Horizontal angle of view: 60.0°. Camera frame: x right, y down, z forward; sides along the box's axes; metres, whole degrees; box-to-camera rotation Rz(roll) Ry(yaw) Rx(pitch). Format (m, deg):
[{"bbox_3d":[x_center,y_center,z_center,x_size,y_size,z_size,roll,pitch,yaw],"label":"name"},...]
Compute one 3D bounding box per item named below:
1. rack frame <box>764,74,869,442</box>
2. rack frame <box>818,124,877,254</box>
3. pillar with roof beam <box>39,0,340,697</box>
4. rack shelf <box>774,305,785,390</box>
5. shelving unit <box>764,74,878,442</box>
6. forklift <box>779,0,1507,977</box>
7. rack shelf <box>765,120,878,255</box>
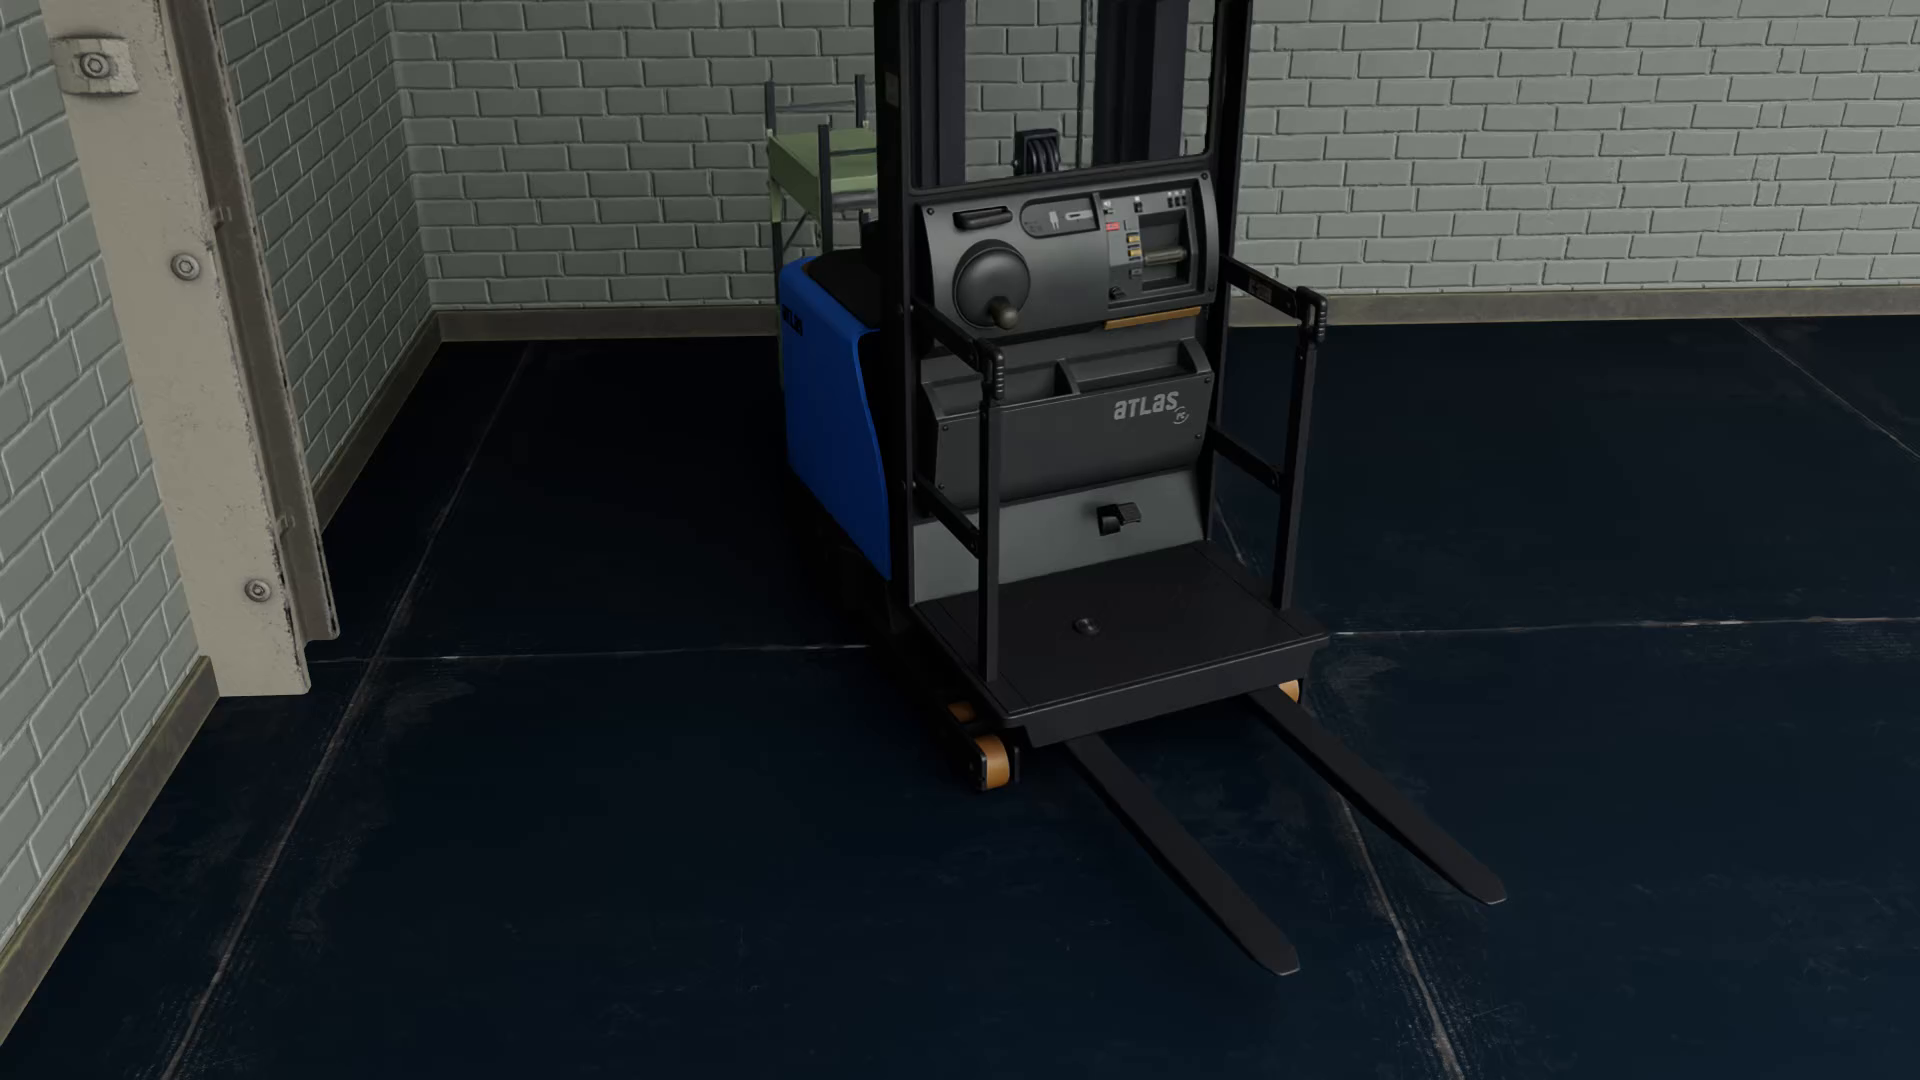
[{"bbox_3d":[-0.561,-1.120,6.775,0.400,1.500,0.023,-10,29,-18],"label":"rack frame"},{"bbox_3d":[-0.302,-0.803,6.168,0.400,1.500,0.023,-10,29,-18],"label":"rack frame"},{"bbox_3d":[2.049,-3.691,3.595,9.100,9.000,0.400,-1,28,-3],"label":"pillar with roof beam"},{"bbox_3d":[-0.432,-0.672,6.622,0.431,0.370,0.720,-10,29,-18],"label":"rack shelf"},{"bbox_3d":[-0.432,-0.962,6.472,0.431,1.500,0.755,-10,29,-18],"label":"shelving unit"},{"bbox_3d":[0.419,-0.797,4.608,1.130,2.935,3.031,-12,30,-21],"label":"forklift"},{"bbox_3d":[-0.432,-1.308,6.291,0.431,0.370,0.720,-10,29,-18],"label":"rack shelf"}]
